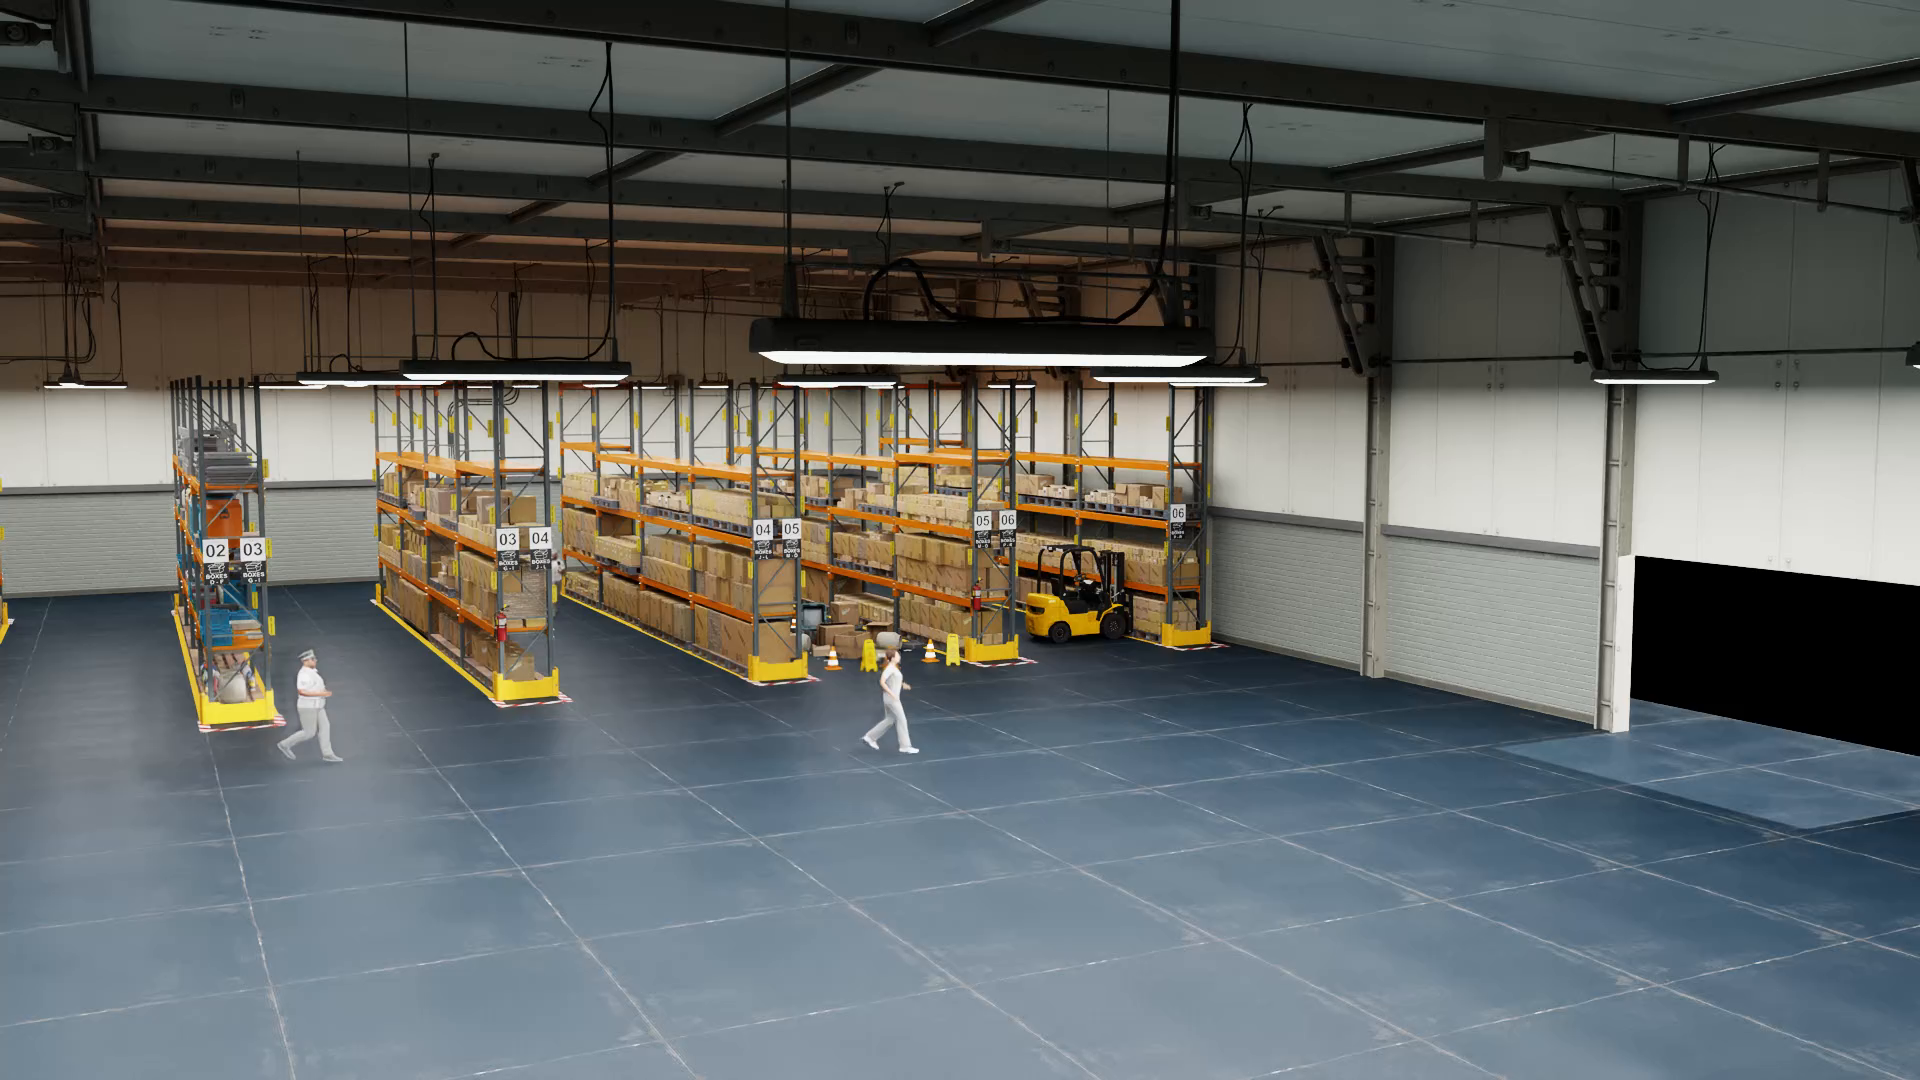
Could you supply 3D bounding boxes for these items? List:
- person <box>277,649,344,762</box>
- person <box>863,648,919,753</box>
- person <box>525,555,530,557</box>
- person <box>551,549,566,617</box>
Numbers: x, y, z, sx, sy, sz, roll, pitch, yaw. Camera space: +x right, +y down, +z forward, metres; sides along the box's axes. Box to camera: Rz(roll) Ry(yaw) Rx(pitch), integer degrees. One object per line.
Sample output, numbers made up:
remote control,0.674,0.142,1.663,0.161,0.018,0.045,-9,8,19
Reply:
person,-9.993,2.564,25.558,0.954,1.780,0.664,-1,5,-6
person,-1.095,2.539,26.299,0.877,1.664,0.581,0,5,-3
person,-12.202,0.831,46.131,0.698,1.586,0.518,-1,5,-8
person,-10.400,1.088,42.641,0.549,1.757,0.753,-3,6,-29
